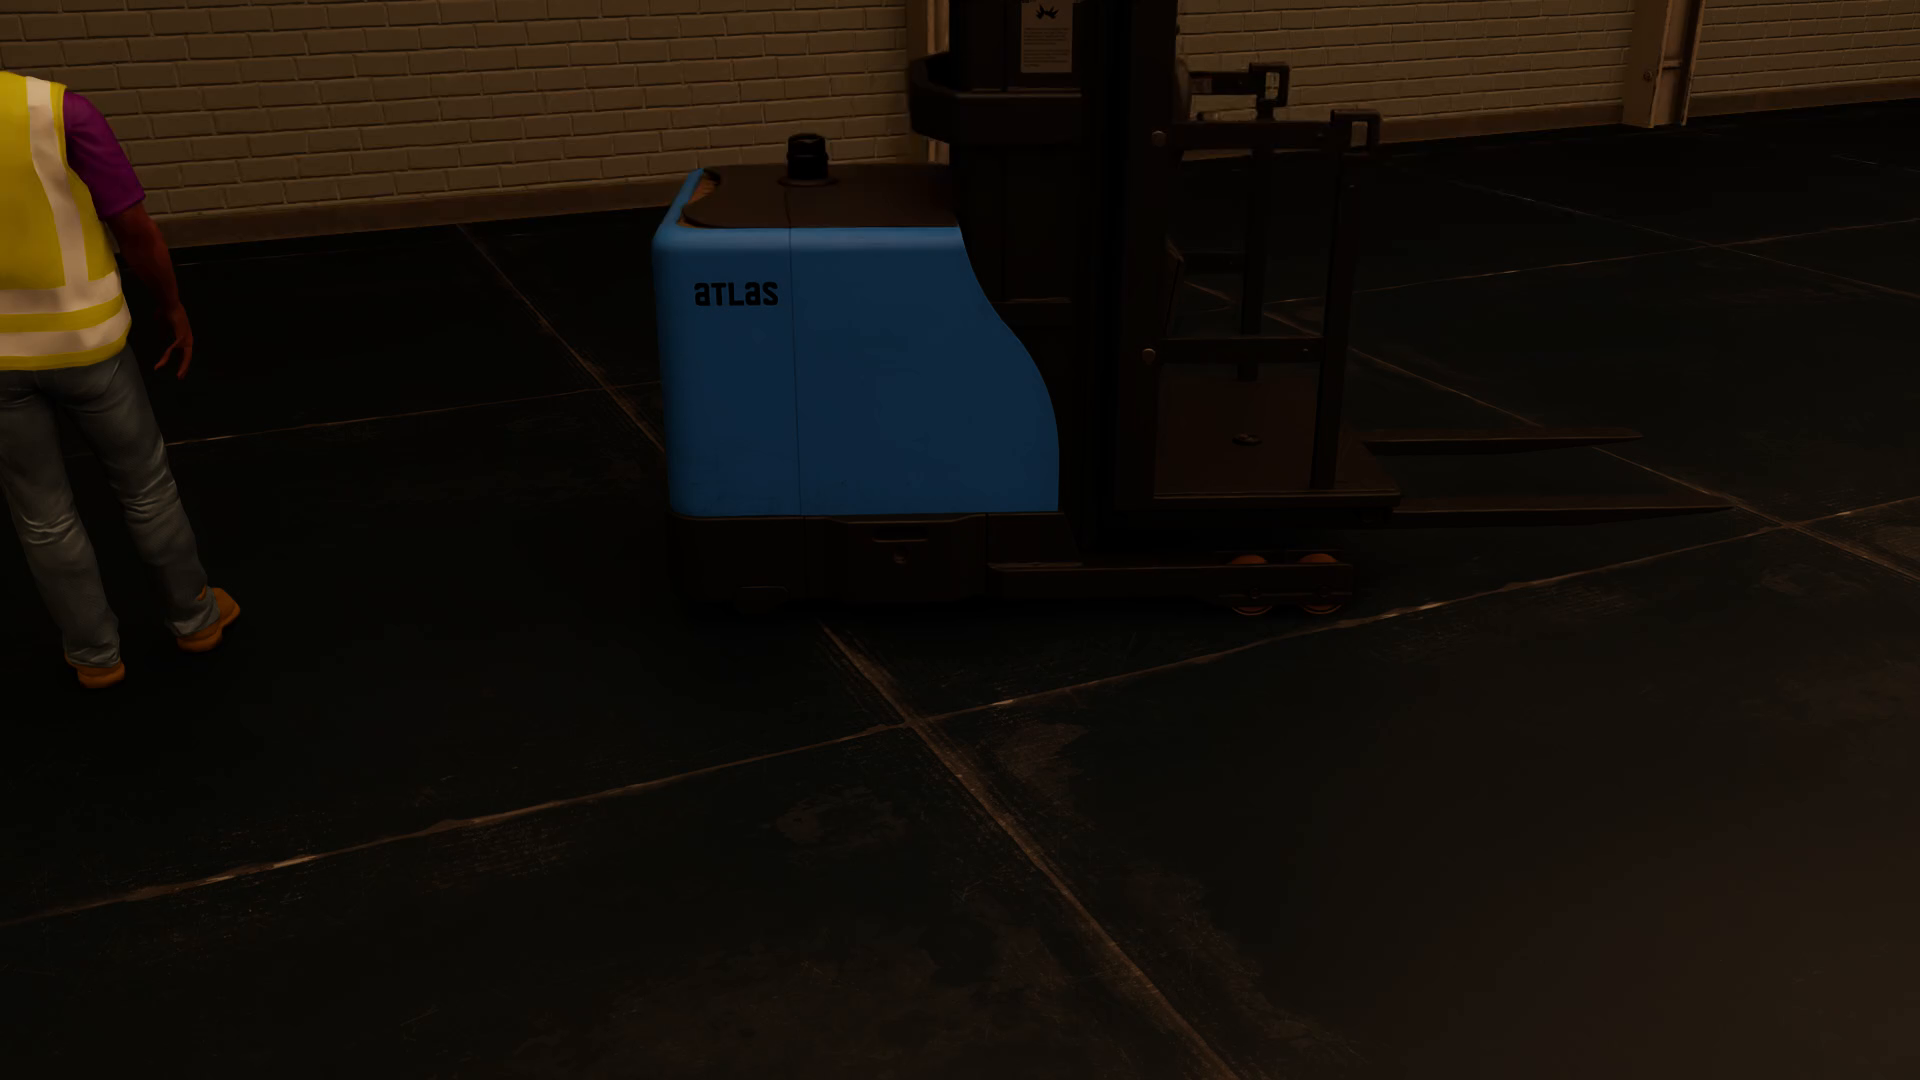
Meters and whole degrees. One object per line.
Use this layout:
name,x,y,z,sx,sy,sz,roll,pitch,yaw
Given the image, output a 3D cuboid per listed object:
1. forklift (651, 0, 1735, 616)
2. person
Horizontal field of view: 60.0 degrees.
forklift,0.694,-1.346,4.527,3.031,2.935,1.130,-1,23,-2
person,-2.196,-0.489,3.964,0.666,1.765,0.578,-10,24,-22
